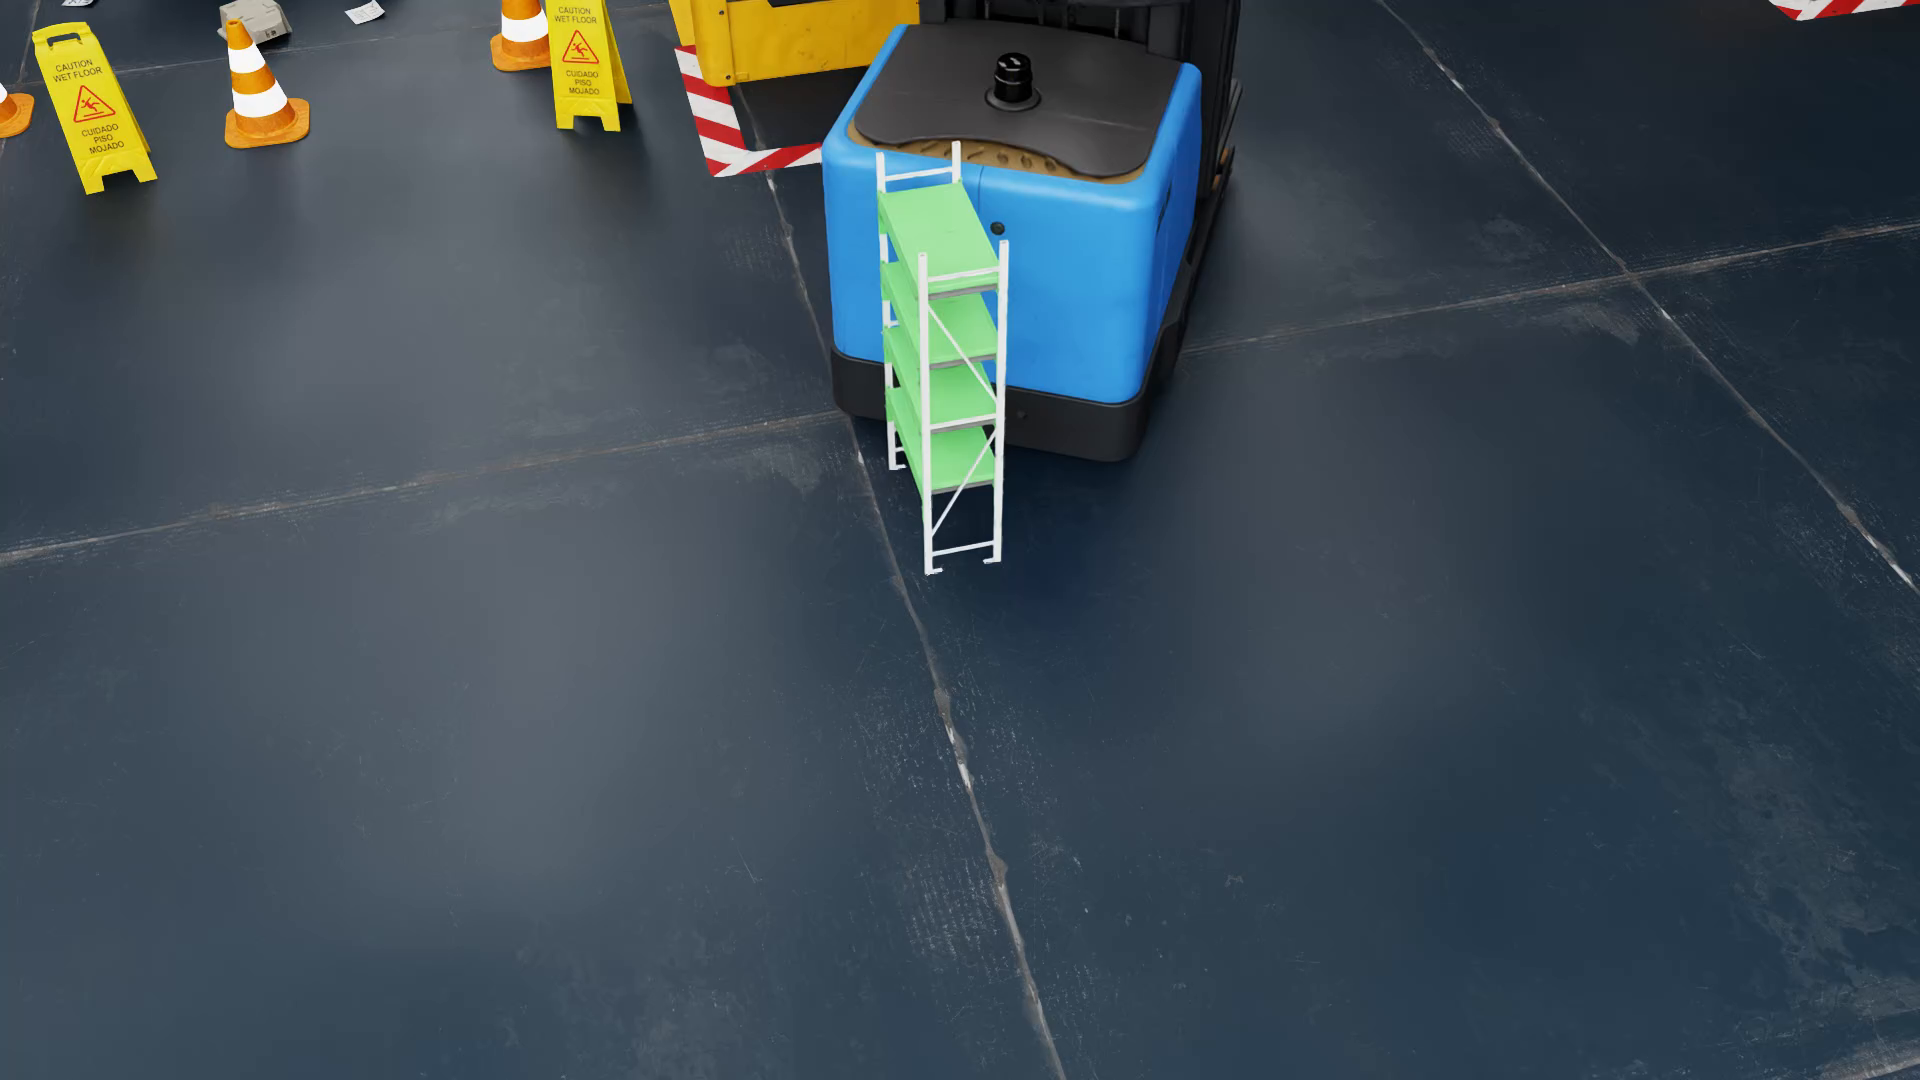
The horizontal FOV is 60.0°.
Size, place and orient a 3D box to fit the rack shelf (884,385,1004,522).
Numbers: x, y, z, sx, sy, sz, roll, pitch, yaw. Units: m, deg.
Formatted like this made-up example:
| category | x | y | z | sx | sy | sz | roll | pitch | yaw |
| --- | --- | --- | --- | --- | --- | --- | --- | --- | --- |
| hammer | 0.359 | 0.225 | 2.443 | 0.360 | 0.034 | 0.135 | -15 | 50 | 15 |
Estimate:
| category | x | y | z | sx | sy | sz | roll | pitch | yaw |
| --- | --- | --- | --- | --- | --- | --- | --- | --- | --- |
| rack shelf | -0.053 | -0.292 | 5.122 | 0.258 | 0.148 | 0.480 | -11 | 47 | -10 |

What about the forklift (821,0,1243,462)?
| category | x | y | z | sx | sy | sz | roll | pitch | yaw |
| --- | --- | --- | --- | --- | --- | --- | --- | --- | --- |
| forklift | 0.461 | -2.353 | 5.504 | 1.130 | 2.935 | 3.031 | 11 | 47 | 11 |

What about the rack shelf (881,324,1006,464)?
| category | x | y | z | sx | sy | sz | roll | pitch | yaw |
| --- | --- | --- | --- | --- | --- | --- | --- | --- | --- |
| rack shelf | -0.053 | -0.460 | 4.950 | 0.258 | 0.148 | 0.480 | -11 | 47 | -10 |

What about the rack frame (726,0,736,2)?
| category | x | y | z | sx | sy | sz | roll | pitch | yaw |
| --- | --- | --- | --- | --- | --- | --- | --- | --- | --- |
| rack frame | -0.549 | -3.165 | 6.251 | 1.000 | 3.000 | 0.127 | -11 | 47 | -10 |

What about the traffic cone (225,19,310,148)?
| category | x | y | z | sx | sy | sz | roll | pitch | yaw |
| --- | --- | --- | --- | --- | --- | --- | --- | --- | --- |
| traffic cone | -2.892 | -1.900 | 6.788 | 0.336 | 0.463 | 0.334 | -11 | 47 | -10 |

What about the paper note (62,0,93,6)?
| category | x | y | z | sx | sy | sz | roll | pitch | yaw |
| --- | --- | --- | --- | --- | --- | --- | --- | --- | --- |
| paper note | -4.058 | -2.514 | 7.694 | 0.144 | 0.017 | 0.142 | 4 | 46 | 4 |

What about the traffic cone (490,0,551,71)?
| category | x | y | z | sx | sy | sz | roll | pitch | yaw |
| --- | --- | --- | --- | --- | --- | --- | --- | --- | --- |
| traffic cone | -1.906 | -2.338 | 7.217 | 0.336 | 0.463 | 0.334 | -11 | 47 | -10 |

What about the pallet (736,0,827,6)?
| category | x | y | z | sx | sy | sz | roll | pitch | yaw |
| --- | --- | --- | --- | --- | --- | --- | --- | --- | --- |
| pallet | -0.742 | -2.809 | 7.855 | 1.003 | 0.211 | 1.213 | -11 | 47 | -10 |

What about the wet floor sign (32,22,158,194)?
| category | x | y | z | sx | sy | sz | roll | pitch | yaw |
| --- | --- | --- | --- | --- | --- | --- | --- | --- | --- |
| wet floor sign | -3.387 | -1.708 | 6.472 | 0.267 | 0.644 | 0.232 | -18 | 48 | -17 |

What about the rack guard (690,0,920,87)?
| category | x | y | z | sx | sy | sz | roll | pitch | yaw |
| --- | --- | --- | --- | --- | --- | --- | --- | --- | --- |
| rack guard | -0.569 | -2.342 | 7.195 | 1.175 | 0.500 | 0.348 | -11 | 47 | -10 |

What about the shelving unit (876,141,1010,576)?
| category | x | y | z | sx | sy | sz | roll | pitch | yaw |
| --- | --- | --- | --- | --- | --- | --- | --- | --- | --- |
| shelving unit | -0.053 | -0.505 | 4.905 | 0.258 | 1.200 | 0.503 | -11 | 47 | -10 |

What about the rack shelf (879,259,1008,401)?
| category | x | y | z | sx | sy | sz | roll | pitch | yaw |
| --- | --- | --- | --- | --- | --- | --- | --- | --- | --- |
| rack shelf | -0.053 | -0.628 | 4.779 | 0.258 | 0.148 | 0.480 | -11 | 47 | -10 |

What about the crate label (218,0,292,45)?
| category | x | y | z | sx | sy | sz | roll | pitch | yaw |
| --- | --- | --- | --- | --- | --- | --- | --- | --- | --- |
| crate label | -3.153 | -2.318 | 7.425 | 0.250 | 0.136 | 0.298 | -35 | 55 | -30 |

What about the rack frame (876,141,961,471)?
| category | x | y | z | sx | sy | sz | roll | pitch | yaw |
| --- | --- | --- | --- | --- | --- | --- | --- | --- | --- |
| rack frame | -0.116 | -0.673 | 5.070 | 0.240 | 1.200 | 0.015 | -11 | 47 | -10 |

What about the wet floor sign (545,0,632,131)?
| category | x | y | z | sx | sy | sz | roll | pitch | yaw |
| --- | --- | --- | --- | --- | --- | --- | --- | --- | --- |
| wet floor sign | -1.535 | -2.014 | 6.772 | 0.267 | 0.644 | 0.232 | 4 | 46 | 4 |

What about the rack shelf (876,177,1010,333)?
| category | x | y | z | sx | sy | sz | roll | pitch | yaw |
| --- | --- | --- | --- | --- | --- | --- | --- | --- | --- |
| rack shelf | -0.053 | -0.796 | 4.607 | 0.258 | 0.148 | 0.480 | -11 | 47 | -10 |

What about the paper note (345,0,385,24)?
| category | x | y | z | sx | sy | sz | roll | pitch | yaw |
| --- | --- | --- | --- | --- | --- | --- | --- | --- | --- |
| paper note | -2.715 | -2.414 | 7.595 | 0.148 | 0.019 | 0.142 | -26 | 51 | -24 |

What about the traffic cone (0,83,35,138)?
| category | x | y | z | sx | sy | sz | roll | pitch | yaw |
| --- | --- | --- | --- | --- | --- | --- | --- | --- | --- |
| traffic cone | -4.072 | -1.928 | 6.816 | 0.336 | 0.463 | 0.334 | -11 | 47 | -10 |

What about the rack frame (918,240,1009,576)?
| category | x | y | z | sx | sy | sz | roll | pitch | yaw |
| --- | --- | --- | --- | --- | --- | --- | --- | --- | --- |
| rack frame | 0.009 | -0.336 | 4.740 | 0.240 | 1.200 | 0.015 | -11 | 47 | -10 |
